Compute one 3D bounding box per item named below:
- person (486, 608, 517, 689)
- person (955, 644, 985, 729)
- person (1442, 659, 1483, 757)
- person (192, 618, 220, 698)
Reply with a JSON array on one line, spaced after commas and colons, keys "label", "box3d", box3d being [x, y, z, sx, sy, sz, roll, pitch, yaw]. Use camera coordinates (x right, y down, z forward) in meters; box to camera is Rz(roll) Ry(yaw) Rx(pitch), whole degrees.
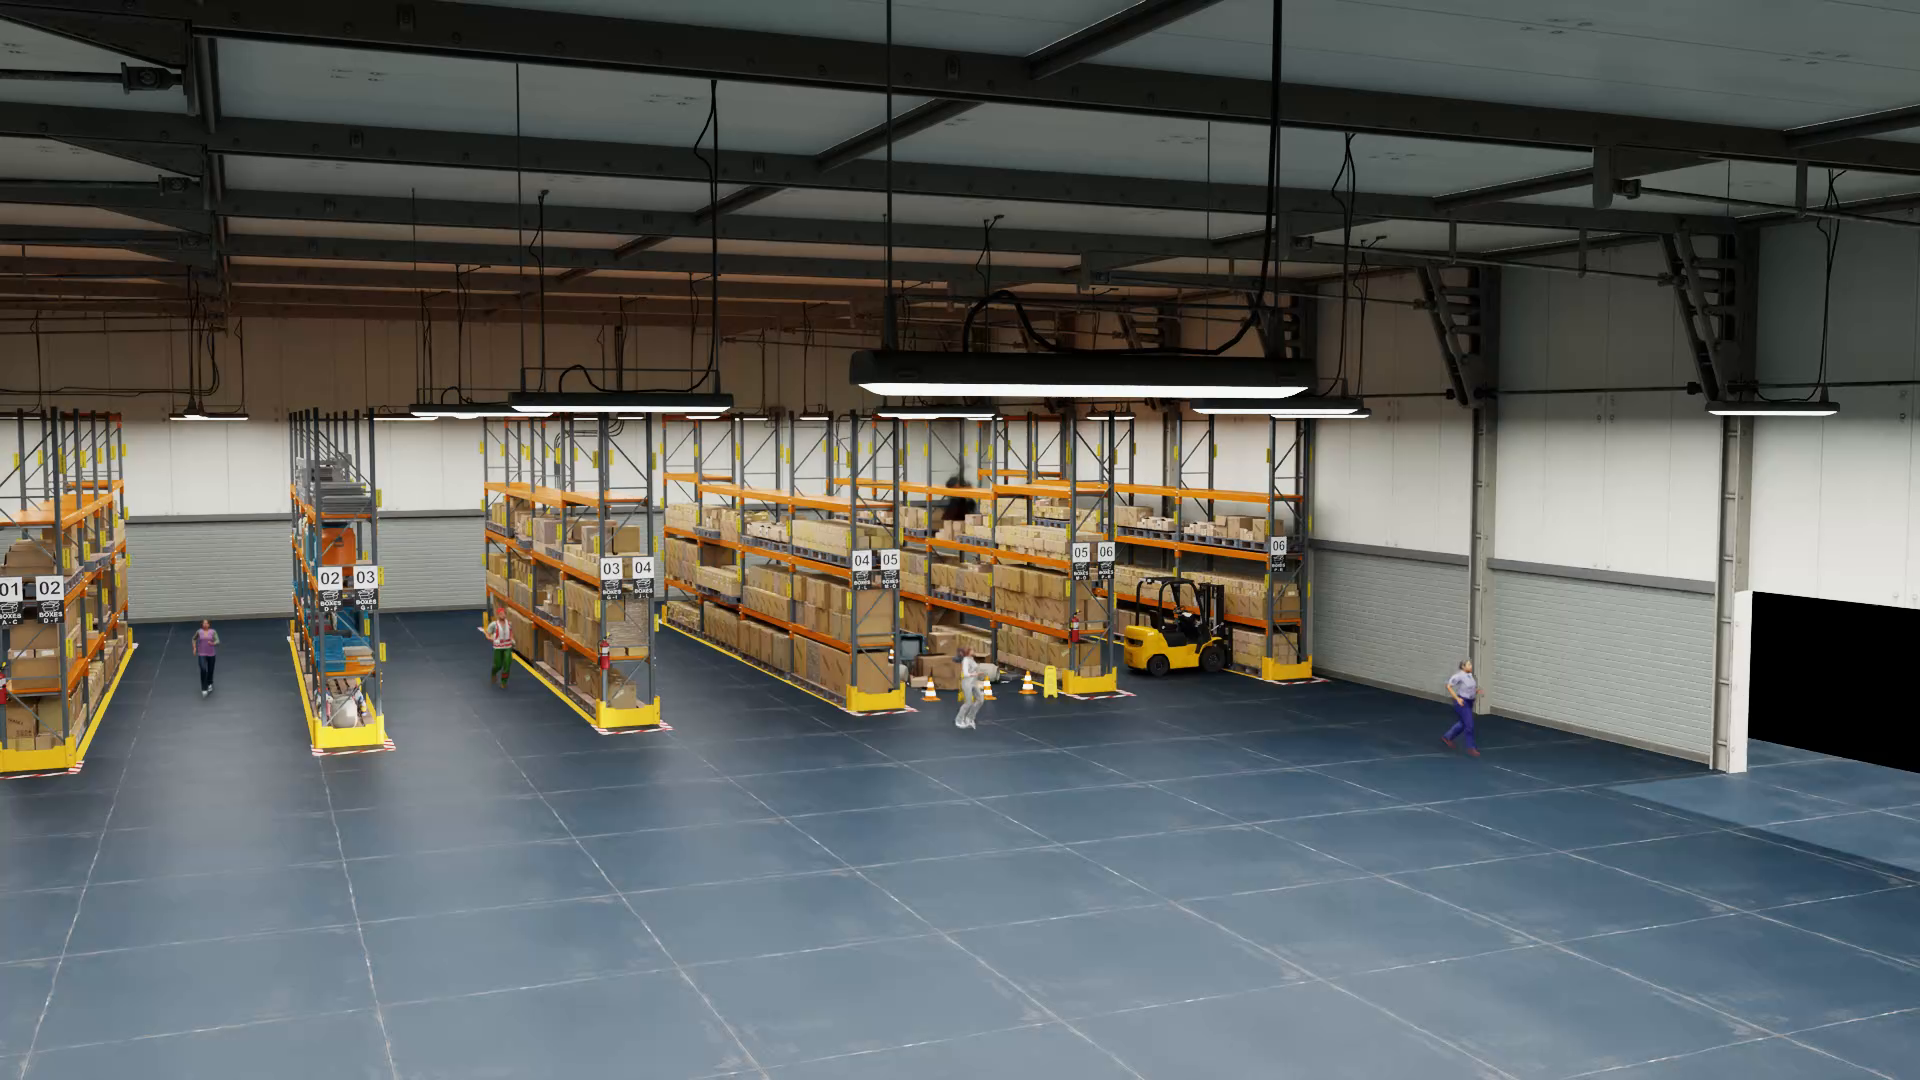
[{"label": "person", "box3d": [-9.915, 2.331, 35.935, 0.653, 1.750, 0.720, -3, 5, -36]}, {"label": "person", "box3d": [0.208, 2.750, 31.099, 0.625, 1.604, 0.515, 2, 4, 24]}, {"label": "person", "box3d": [8.713, 2.884, 28.811, 0.813, 1.671, 0.602, 3, 5, 40]}, {"label": "person", "box3d": [-15.872, 2.457, 35.029, 0.516, 1.632, 0.759, -2, 5, -29]}]
